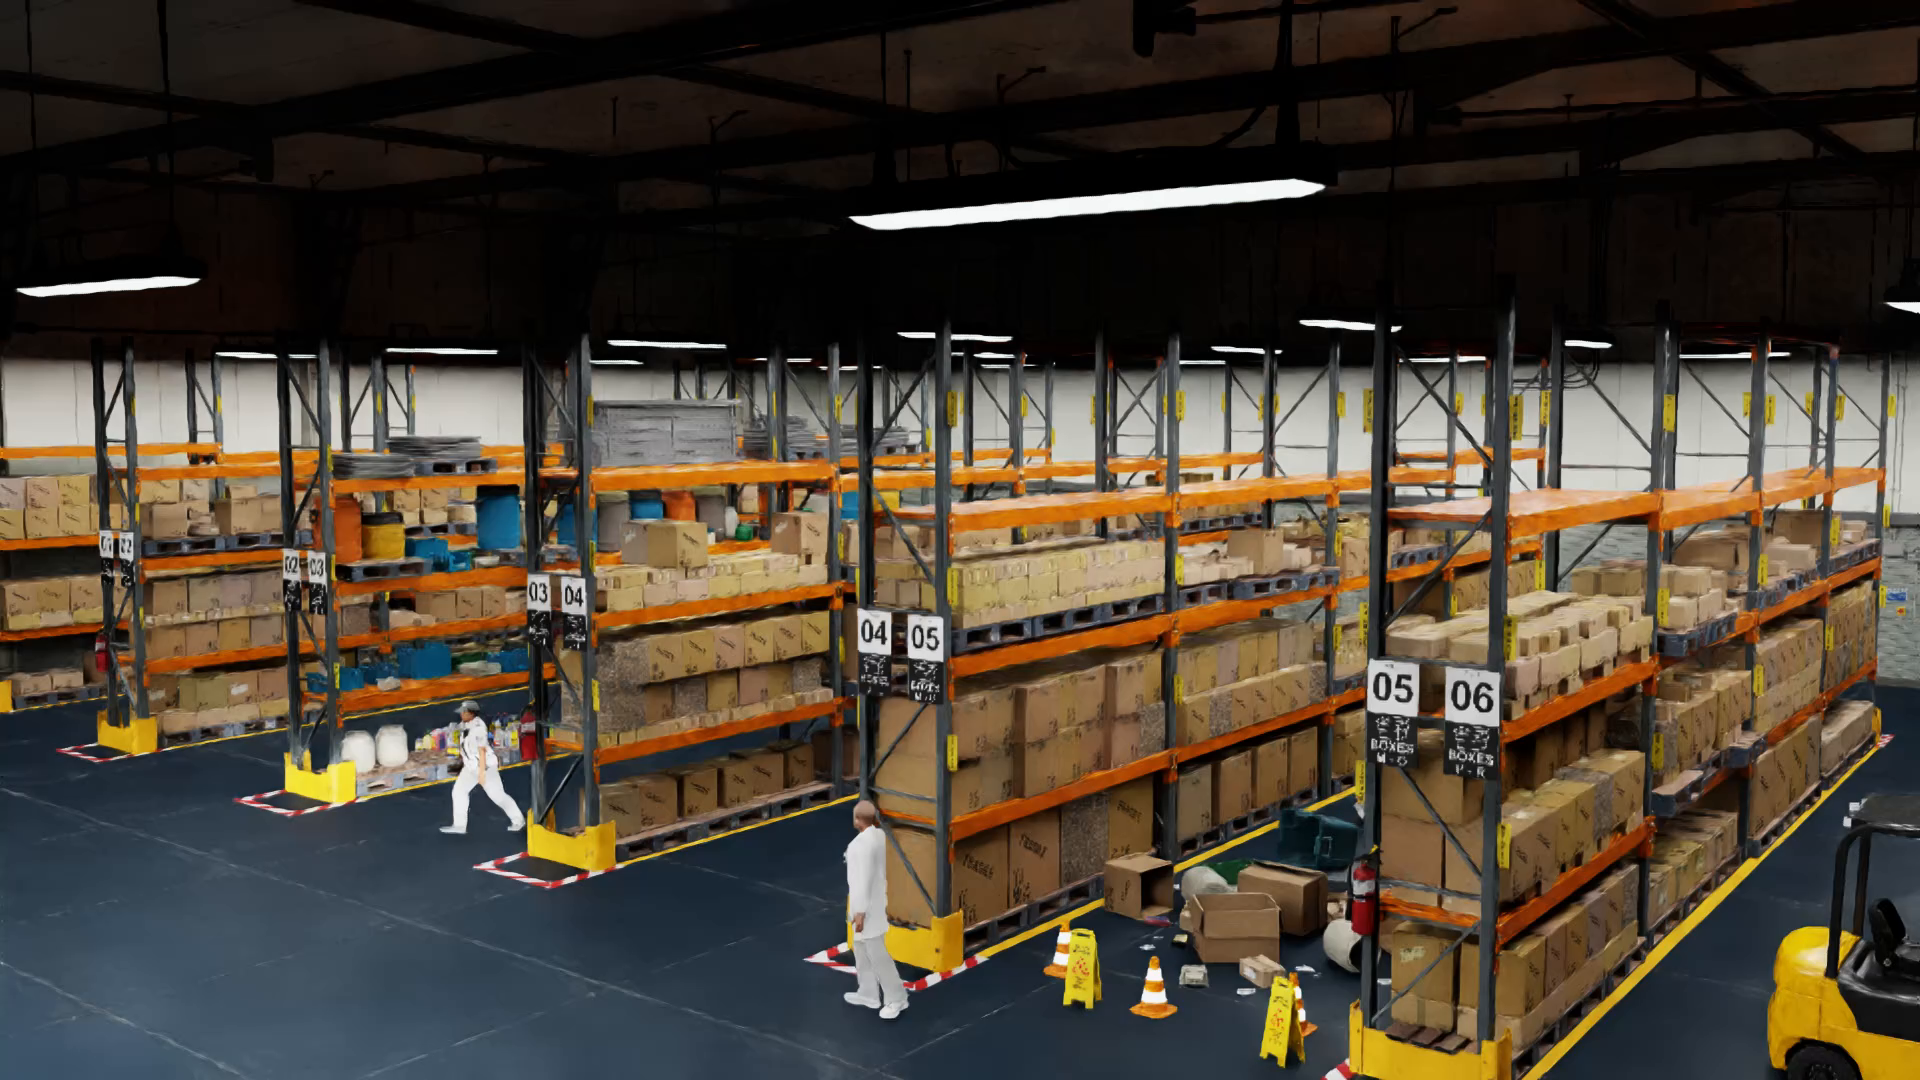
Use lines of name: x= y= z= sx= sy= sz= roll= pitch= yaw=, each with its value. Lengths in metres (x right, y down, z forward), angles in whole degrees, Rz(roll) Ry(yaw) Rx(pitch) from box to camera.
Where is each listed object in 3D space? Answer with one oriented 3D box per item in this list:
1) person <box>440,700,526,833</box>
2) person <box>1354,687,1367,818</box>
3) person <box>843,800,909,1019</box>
person: x=-5.618 y=2.666 z=19.572 sx=0.945 sy=1.595 sz=0.531 roll=-3 pitch=6 yaw=-31
person: x=5.006 y=2.579 z=20.145 sx=0.432 sy=1.670 sz=0.503 roll=1 pitch=5 yaw=9
person: x=-0.715 y=3.074 z=13.982 sx=0.595 sy=1.771 sz=0.692 roll=1 pitch=5 yaw=7
